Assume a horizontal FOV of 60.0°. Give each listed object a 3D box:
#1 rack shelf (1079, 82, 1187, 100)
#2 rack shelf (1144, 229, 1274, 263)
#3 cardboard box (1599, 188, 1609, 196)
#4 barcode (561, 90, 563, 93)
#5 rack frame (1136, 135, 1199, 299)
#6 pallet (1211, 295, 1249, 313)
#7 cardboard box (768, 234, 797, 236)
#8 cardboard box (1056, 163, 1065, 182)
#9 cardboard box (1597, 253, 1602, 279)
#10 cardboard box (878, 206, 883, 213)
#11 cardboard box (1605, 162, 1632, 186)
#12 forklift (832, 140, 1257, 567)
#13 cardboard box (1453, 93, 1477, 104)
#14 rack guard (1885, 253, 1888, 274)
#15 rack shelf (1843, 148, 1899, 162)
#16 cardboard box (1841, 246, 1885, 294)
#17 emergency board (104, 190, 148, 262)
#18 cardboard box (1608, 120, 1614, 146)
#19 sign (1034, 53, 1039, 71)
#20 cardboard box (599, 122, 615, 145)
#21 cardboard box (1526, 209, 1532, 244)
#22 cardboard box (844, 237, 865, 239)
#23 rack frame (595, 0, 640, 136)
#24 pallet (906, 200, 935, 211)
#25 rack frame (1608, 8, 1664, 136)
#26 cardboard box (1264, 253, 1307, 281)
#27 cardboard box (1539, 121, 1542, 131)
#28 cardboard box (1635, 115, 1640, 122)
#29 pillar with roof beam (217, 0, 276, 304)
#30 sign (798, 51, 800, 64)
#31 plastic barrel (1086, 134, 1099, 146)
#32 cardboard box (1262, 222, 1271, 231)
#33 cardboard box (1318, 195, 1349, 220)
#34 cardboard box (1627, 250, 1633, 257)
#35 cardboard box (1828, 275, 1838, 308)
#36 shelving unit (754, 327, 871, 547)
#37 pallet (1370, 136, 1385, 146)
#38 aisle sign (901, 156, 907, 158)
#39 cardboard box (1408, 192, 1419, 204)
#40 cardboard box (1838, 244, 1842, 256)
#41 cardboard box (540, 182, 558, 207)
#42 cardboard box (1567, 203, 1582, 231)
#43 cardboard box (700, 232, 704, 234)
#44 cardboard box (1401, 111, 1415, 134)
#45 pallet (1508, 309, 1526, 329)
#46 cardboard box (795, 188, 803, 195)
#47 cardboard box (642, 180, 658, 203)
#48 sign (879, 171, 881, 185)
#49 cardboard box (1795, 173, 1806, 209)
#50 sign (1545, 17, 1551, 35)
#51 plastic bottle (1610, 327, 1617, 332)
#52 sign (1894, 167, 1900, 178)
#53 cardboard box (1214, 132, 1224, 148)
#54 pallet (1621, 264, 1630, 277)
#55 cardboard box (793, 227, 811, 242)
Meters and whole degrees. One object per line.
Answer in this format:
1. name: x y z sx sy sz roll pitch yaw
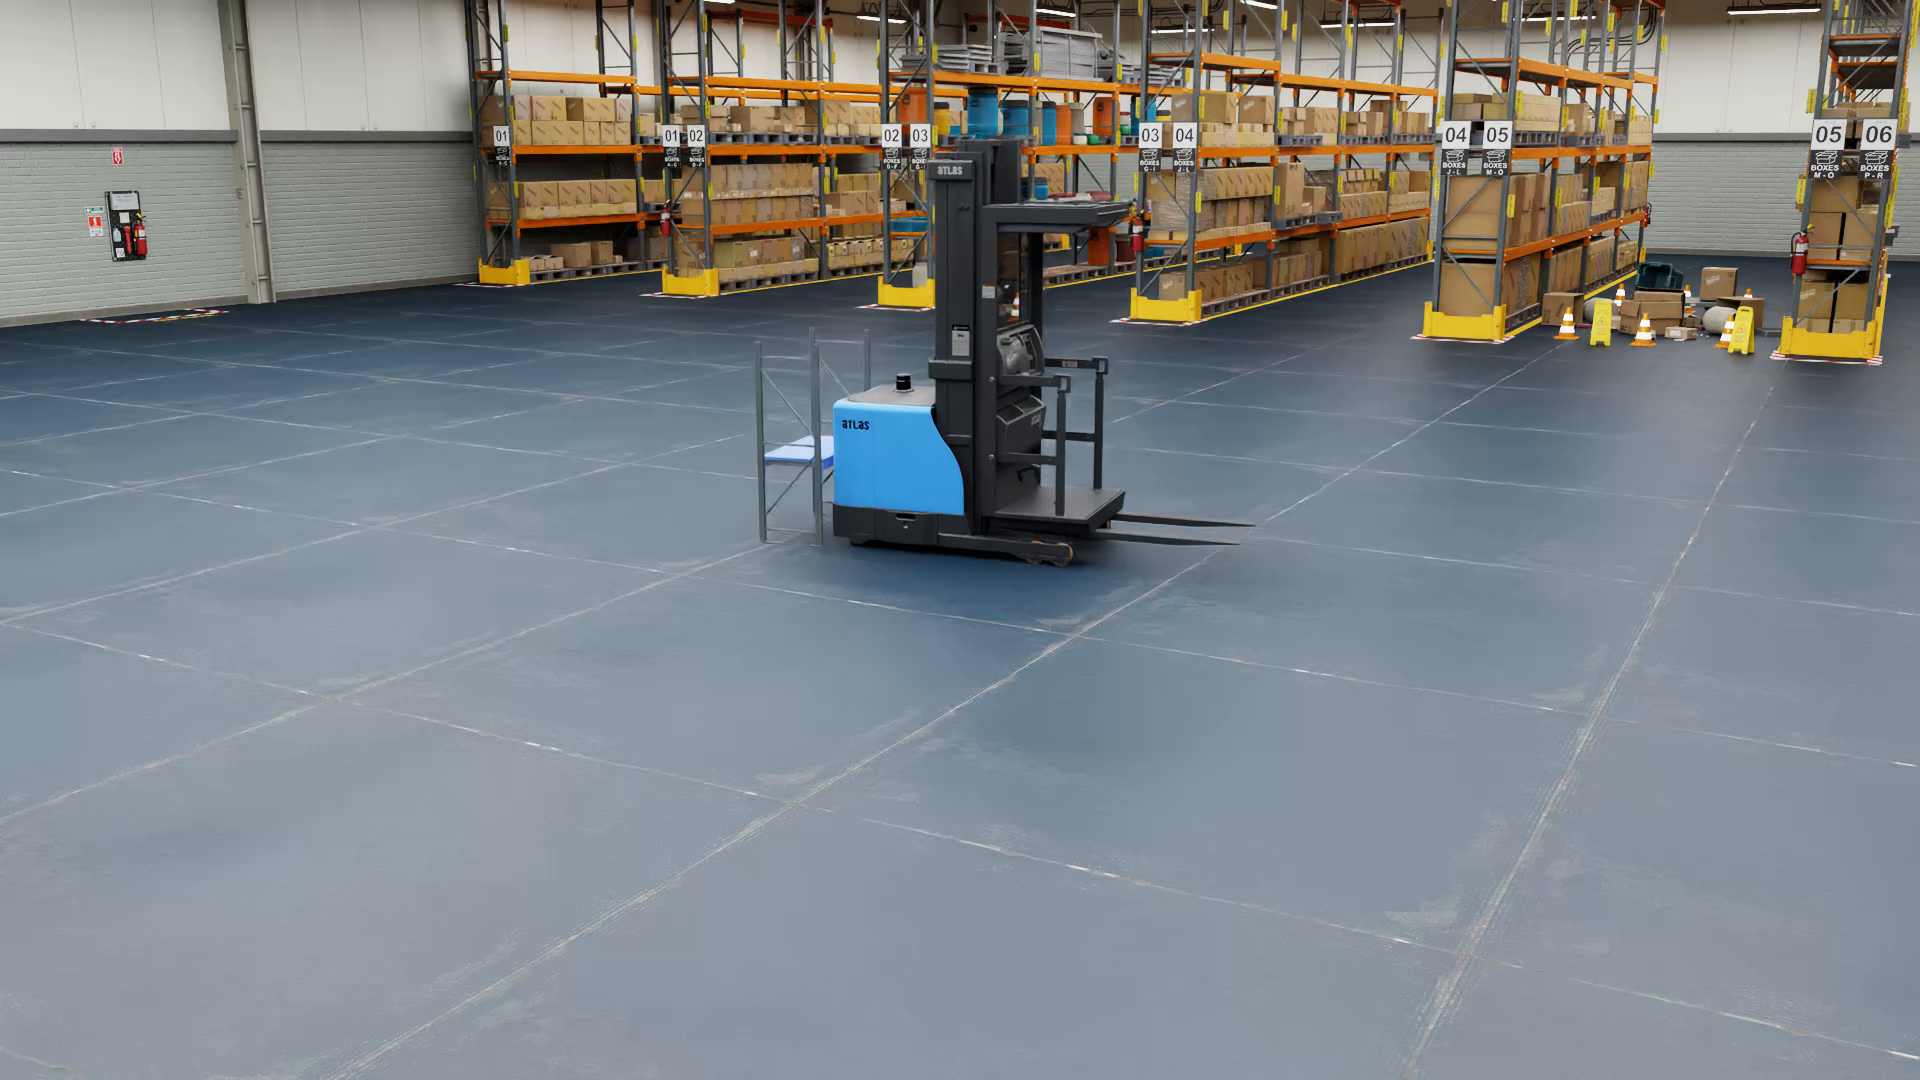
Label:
1. rack shelf: 3.913 -10.141 37.786 1.077 0.370 4.000 7 15 28
2. rack shelf: 4.382 -5.217 29.307 1.077 0.370 4.000 7 15 28
3. cardboard box: 13.103 -7.140 34.121 0.380 0.149 0.250 7 15 28
4. barcode: -8.708 -9.806 36.353 0.001 0.075 0.075 7 15 28
5. rack frame: 3.415 -5.156 27.520 1.000 3.000 0.127 7 15 28
6. pallet: 4.466 -4.228 29.621 1.003 0.211 1.213 7 15 28
7. cardboard box: -3.820 -6.272 35.521 0.500 0.500 0.500 7 15 28
8. cardboard box: 2.505 -9.974 45.158 0.500 0.500 0.500 7 15 28
9. cardboard box: 12.625 -5.529 33.506 0.500 0.500 0.500 7 15 27
10. cardboard box: -1.955 -7.530 37.905 0.380 0.149 0.250 9 16 32
11. cardboard box: 14.178 -7.888 35.869 0.500 0.500 0.500 7 15 26
12. forklift: 0.625 -1.378 11.995 3.031 2.935 1.130 5 14 20
13. cardboard box: 7.574 -6.657 25.073 0.380 0.149 0.250 8 15 29
14. rack guard: 19.836 -6.106 36.793 1.175 0.500 0.348 7 15 28
15. rack shelf: 18.858 -8.014 34.510 1.077 0.370 4.000 7 15 28
16. cardboard box: 16.364 -4.978 30.420 0.875 0.875 0.875 7 15 28
17. emergency board: -14.141 -5.348 28.315 0.194 1.169 0.643 7 15 28
18. cardboard box: 12.557 -8.015 32.766 0.500 0.500 0.500 7 15 28
19. sign: 1.489 -9.288 32.306 0.100 0.325 0.005 7 15 28
20. cardboard box: -7.943 -8.943 36.572 0.500 0.500 0.500 6 15 23
21. cardboard box: 8.695 -5.057 26.789 0.875 0.550 0.500 7 15 28
22. cardboard box: -2.393 -6.773 38.003 0.500 0.311 0.500 7 15 27
23. rack frame: -7.660 -10.577 37.205 1.000 3.000 0.127 7 15 28
24. pallet: -1.121 -7.974 39.619 1.213 0.211 1.003 7 15 28
25. rack frame: 15.443 -10.772 38.016 1.000 3.000 0.127 7 15 28
26. cardboard box: 6.451 -5.424 33.026 0.700 0.500 0.500 9 16 33
27. cardboard box: 9.009 -6.559 26.365 0.380 0.149 0.250 7 15 28
28. cardboard box: 14.539 -9.154 36.106 0.380 0.149 0.250 8 16 31
29. pillar with roof beam: -9.144 -8.279 27.674 9.100 9.000 0.400 7 15 28
30. sign: -4.266 -12.817 44.167 0.100 0.325 0.005 7 15 28
31. plastic barrel: 2.872 -8.685 36.089 0.294 0.245 0.294 0 14 0
32. cardboard box: 5.502 -5.777 30.633 0.380 0.149 0.250 7 15 28
33. cardboard box: 7.756 -6.915 34.602 0.500 0.500 0.500 8 16 30
34. cardboard box: 14.949 -6.464 37.496 0.380 0.149 0.250 8 16 29
35. cardboard box: 12.749 -3.669 24.724 0.500 0.500 0.500 7 15 27
36. shelving unit: -1.099 -0.809 12.690 0.538 1.500 1.048 4 14 18
37. pallet: 8.816 -8.790 36.600 0.805 0.209 1.217 7 15 26
38. aisle sign: -1.561 -11.367 47.736 0.394 0.787 0.004 7 15 28
39. cardboard box: 10.656 -8.172 39.717 0.500 0.250 0.500 7 15 26
40. cardboard box: 12.596 -4.220 24.172 0.380 0.149 0.250 8 16 29
41. cardboard box: -8.852 -7.305 35.112 0.500 0.500 0.500 7 15 28
42. cardboard box: 11.109 -5.936 30.541 0.500 0.500 0.500 7 15 27
43. cardboard box: -6.359 -7.581 40.373 0.500 0.250 0.500 8 16 29
44. cardboard box: 10.183 -9.746 38.836 0.700 0.500 0.500 8 16 30
45. pallet: 8.617 -3.640 27.182 1.003 0.211 1.213 7 15 28
46. cardboard box: -3.511 -7.279 34.730 0.380 0.149 0.250 7 15 26
47. cardboard box: -7.384 -8.023 38.262 0.700 0.500 0.500 7 15 28
48. sign: -1.867 -8.504 39.108 0.100 0.325 0.005 7 15 28
49. cardboard box: 12.554 -5.061 24.146 0.700 0.500 0.500 7 15 27
50. sign: 11.096 -9.683 31.336 0.100 0.325 0.005 7 15 28
51. plastic bottle: 10.224 -3.310 26.134 0.133 0.061 0.283 2 14 9
52. sign: 20.293 -7.930 36.049 0.100 0.325 0.005 7 15 28
53. cardboard box: 4.118 -6.717 27.917 0.500 0.250 0.500 7 15 27
54. pallet: 14.392 -6.073 37.273 1.003 0.211 1.213 7 15 28
55. cardboard box: -4.420 -8.130 43.547 0.750 0.750 0.750 8 16 30
